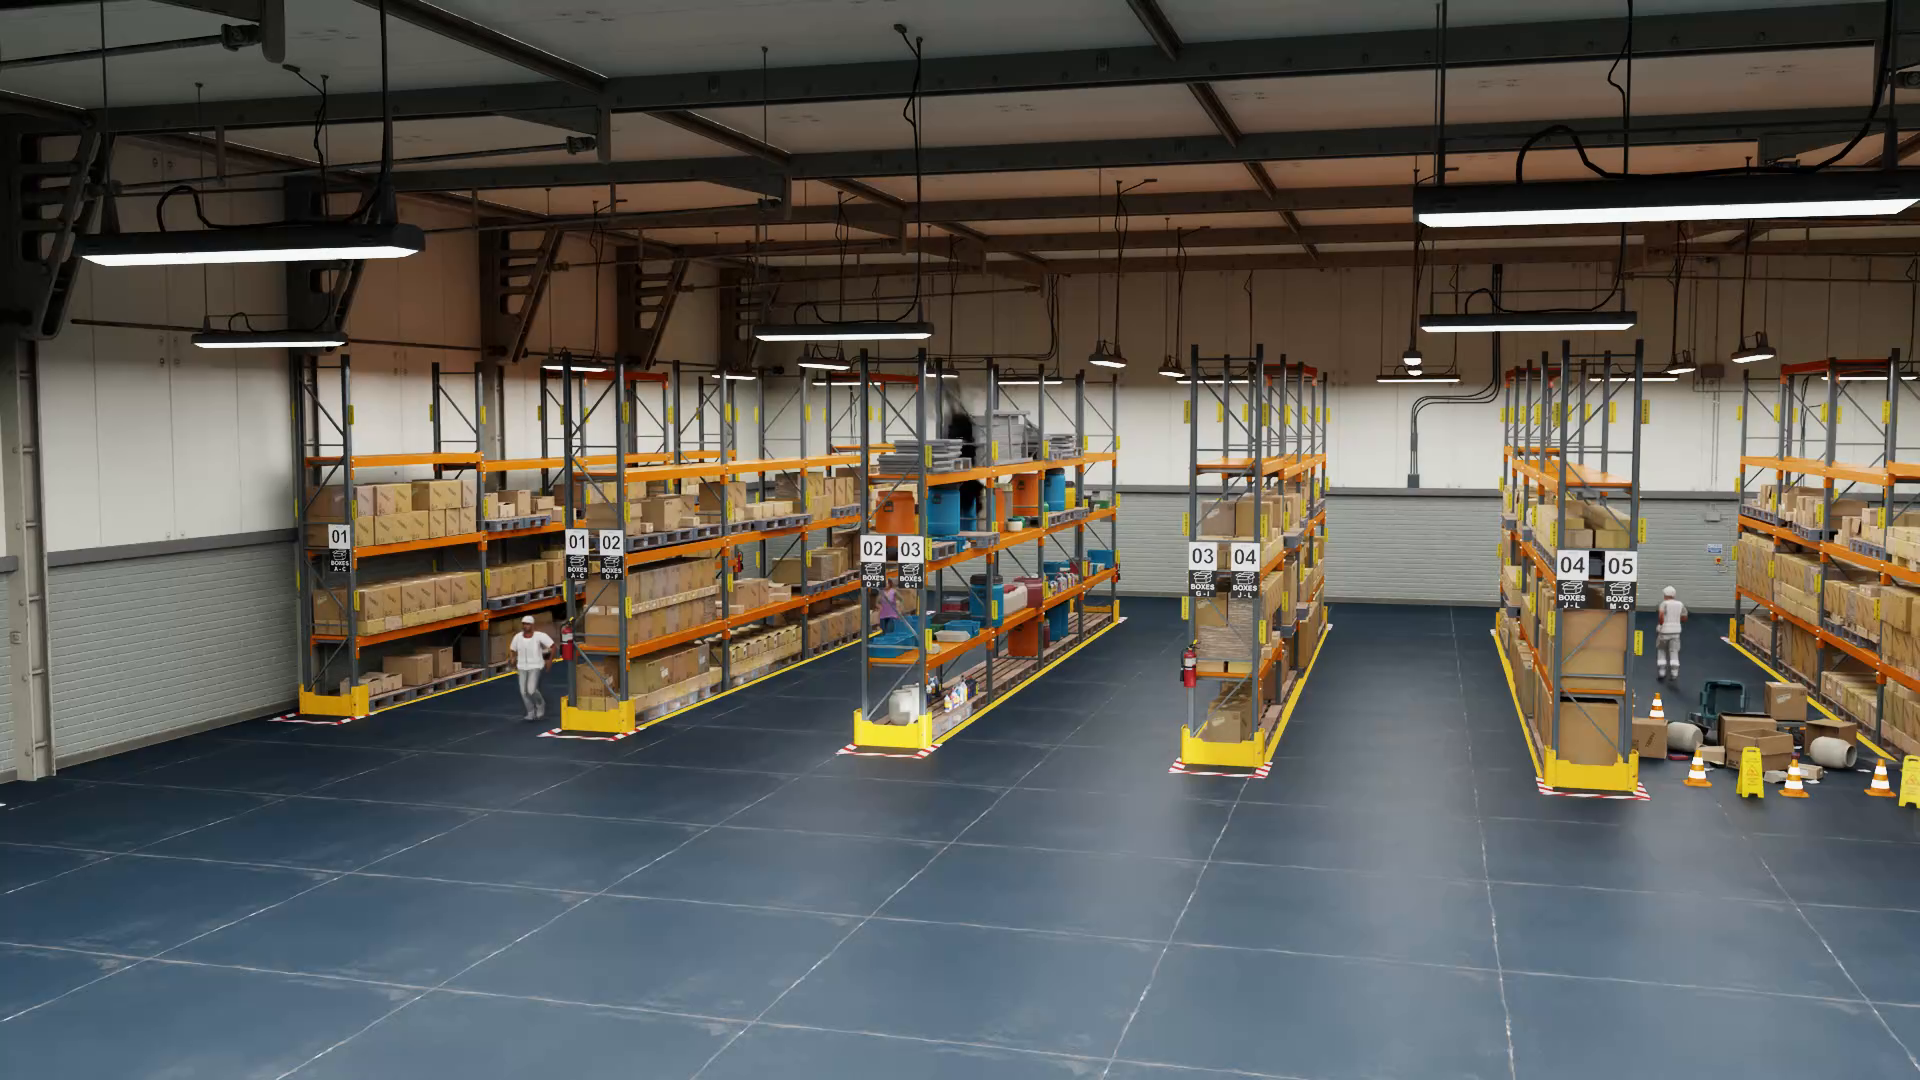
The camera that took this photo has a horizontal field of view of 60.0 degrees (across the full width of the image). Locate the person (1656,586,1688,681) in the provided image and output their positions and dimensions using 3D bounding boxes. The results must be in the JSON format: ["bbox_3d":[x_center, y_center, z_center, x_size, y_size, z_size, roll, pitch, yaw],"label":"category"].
[{"bbox_3d":[13.280,1.792,31.048,0.616,1.851,0.792,0,4,5],"label":"person"}]

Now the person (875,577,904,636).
[{"bbox_3d":[-1.389,1.527,32.122,0.511,1.616,0.637,1,4,17],"label":"person"}]

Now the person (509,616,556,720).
[{"bbox_3d":[-7.024,2.093,27.133,0.744,1.719,0.587,1,4,8],"label":"person"}]
